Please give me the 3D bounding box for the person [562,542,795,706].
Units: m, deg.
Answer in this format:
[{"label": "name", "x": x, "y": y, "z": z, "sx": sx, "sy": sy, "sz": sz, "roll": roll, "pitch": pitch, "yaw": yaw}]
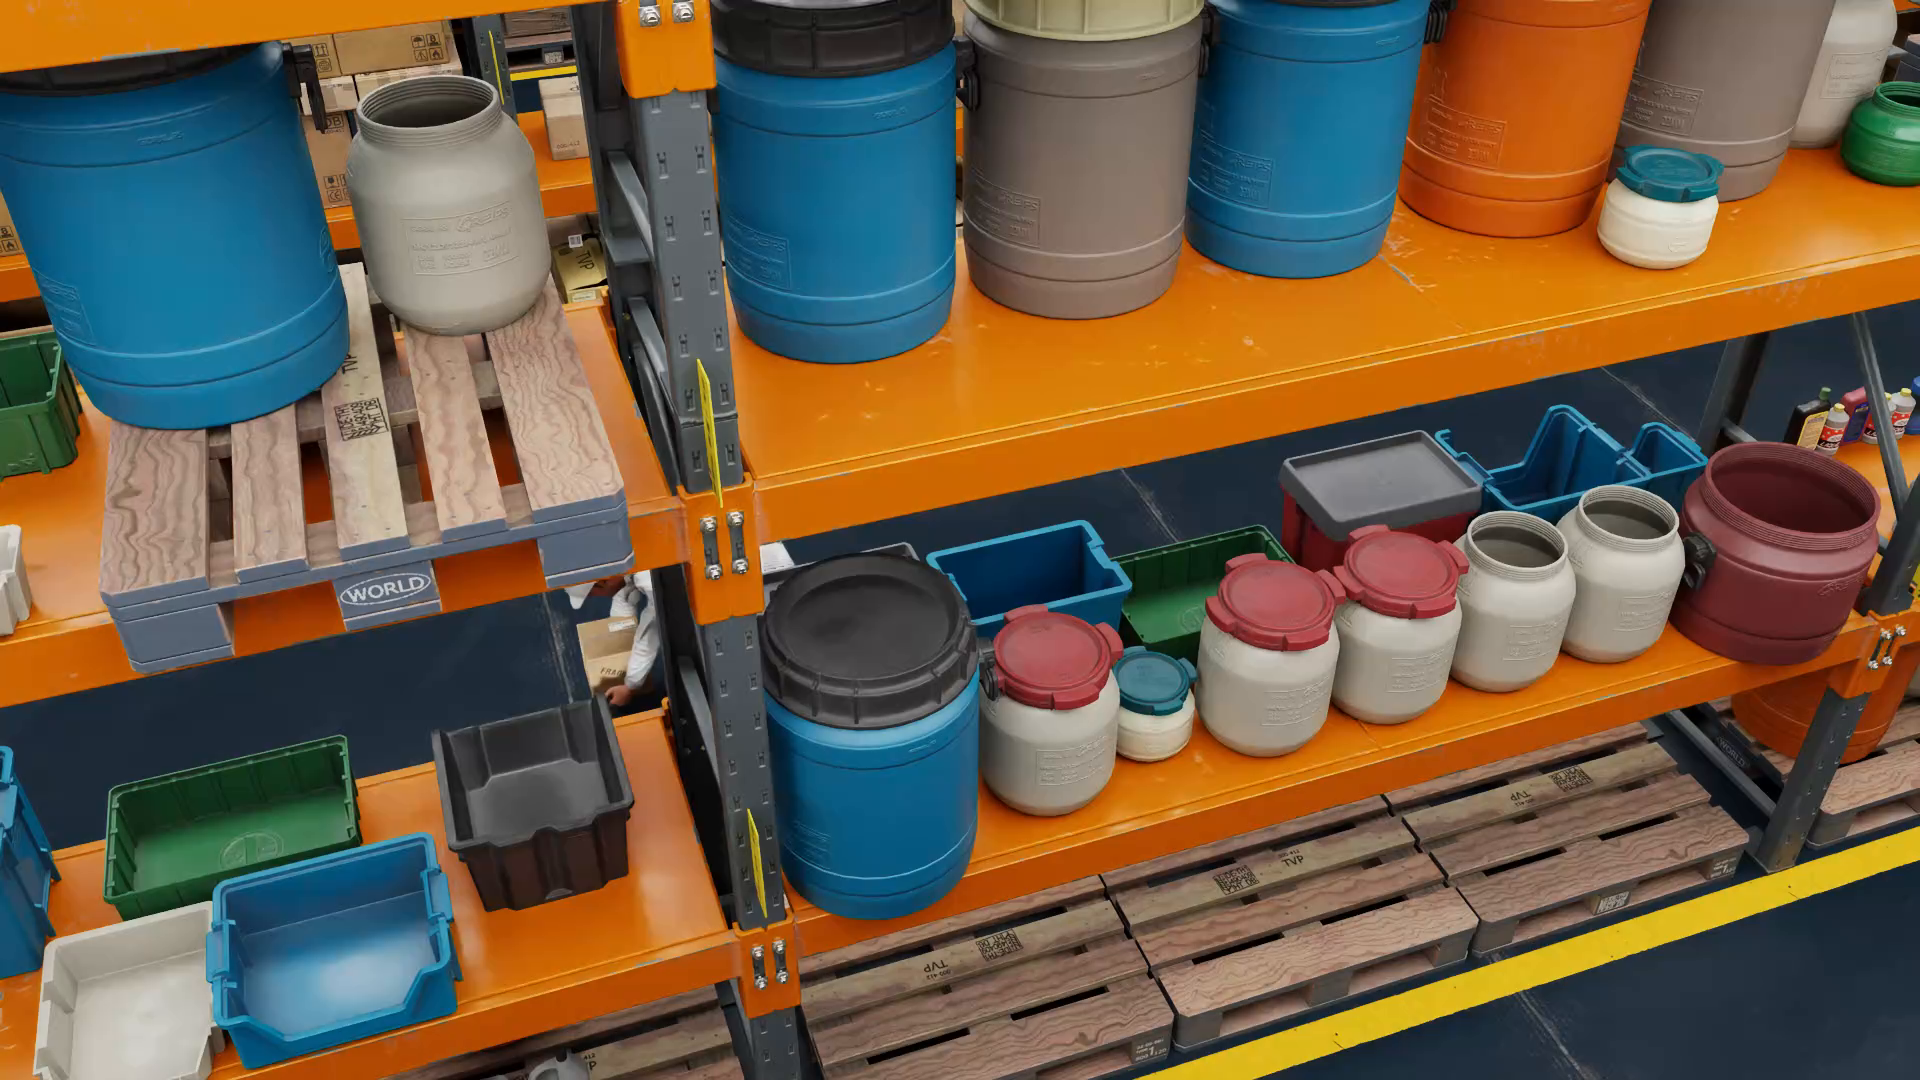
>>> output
[{"label": "person", "x": -1.170, "y": 0.320, "z": 6.994, "sx": 0.975, "sy": 0.988, "sz": 0.512, "roll": -14, "pitch": 40, "yaw": -17}]
